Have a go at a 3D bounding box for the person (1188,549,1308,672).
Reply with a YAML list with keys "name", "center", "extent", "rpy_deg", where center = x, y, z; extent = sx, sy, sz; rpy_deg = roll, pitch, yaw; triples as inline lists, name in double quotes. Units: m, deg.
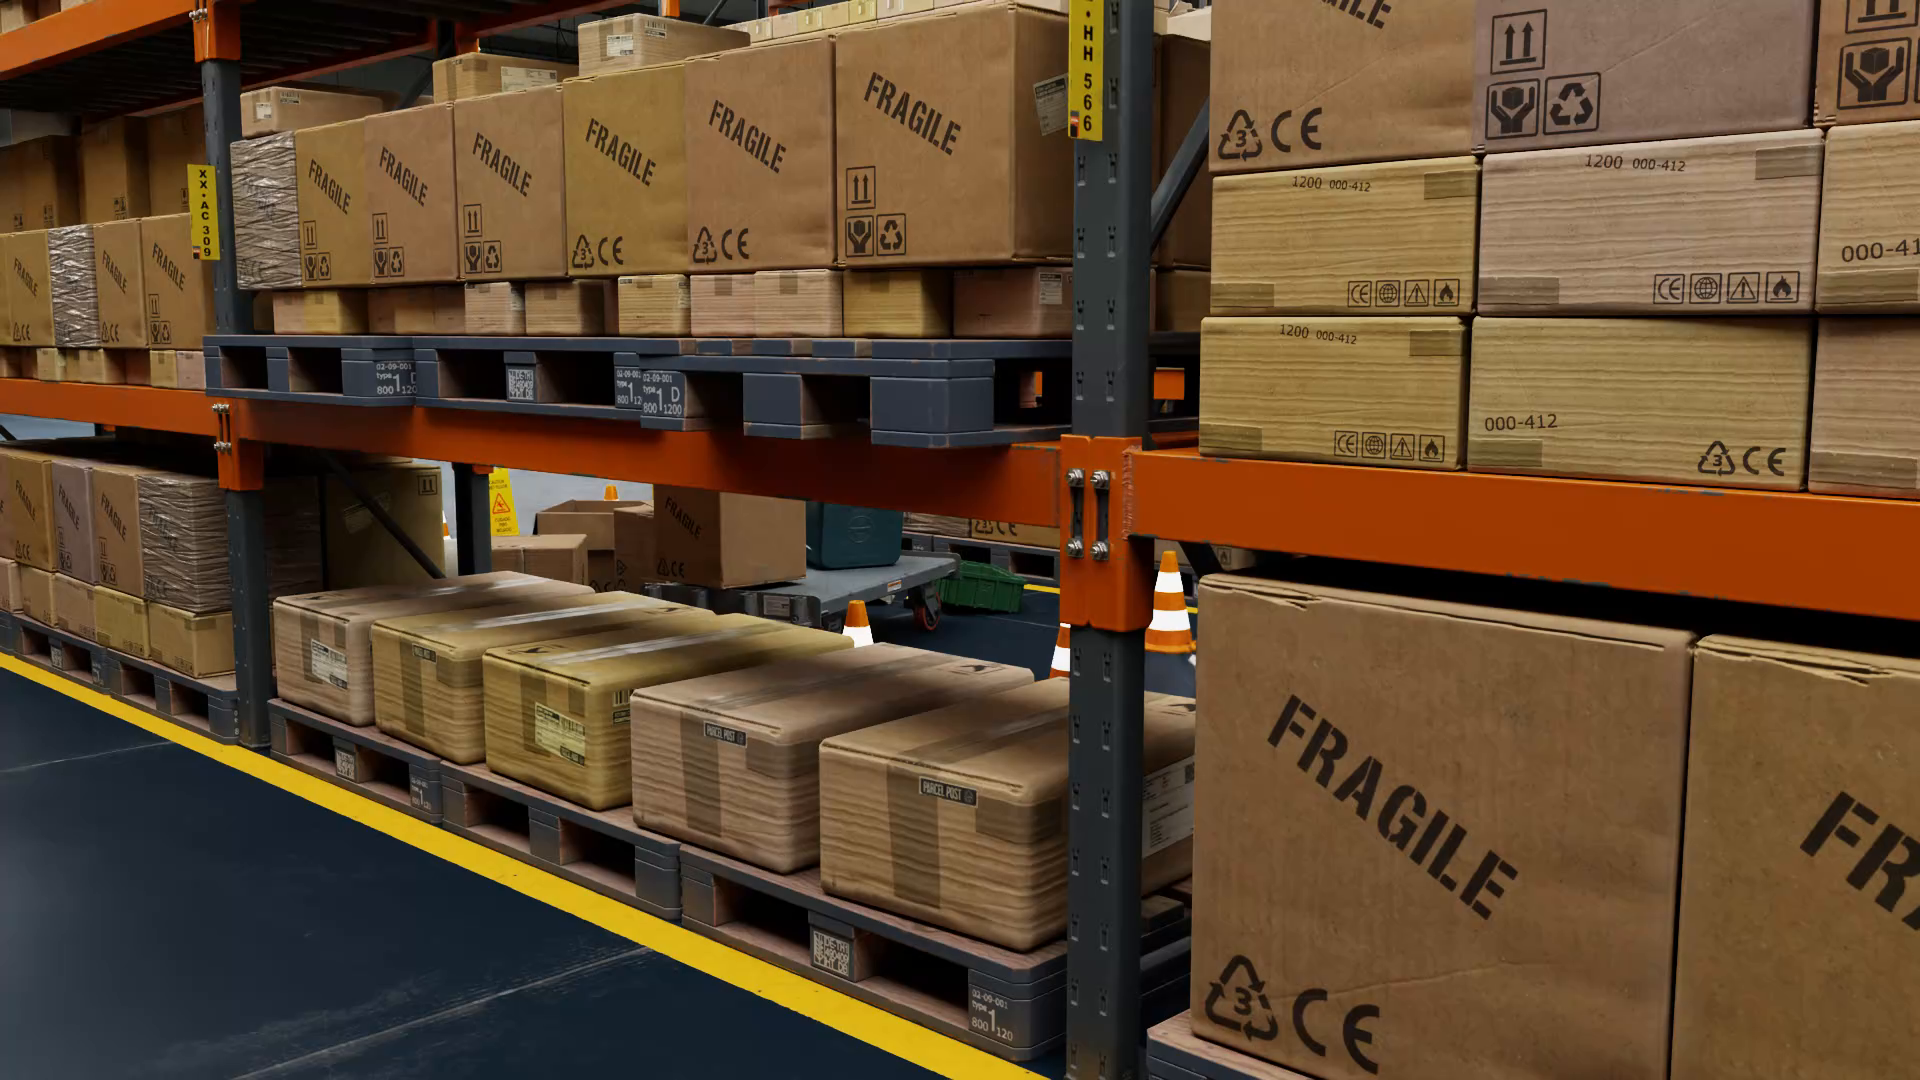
- name: "person"
  center: [1.133, -0.065, 6.202]
  extent: [0.537, 1.588, 0.449]
  rpy_deg: [1, 7, 6]
